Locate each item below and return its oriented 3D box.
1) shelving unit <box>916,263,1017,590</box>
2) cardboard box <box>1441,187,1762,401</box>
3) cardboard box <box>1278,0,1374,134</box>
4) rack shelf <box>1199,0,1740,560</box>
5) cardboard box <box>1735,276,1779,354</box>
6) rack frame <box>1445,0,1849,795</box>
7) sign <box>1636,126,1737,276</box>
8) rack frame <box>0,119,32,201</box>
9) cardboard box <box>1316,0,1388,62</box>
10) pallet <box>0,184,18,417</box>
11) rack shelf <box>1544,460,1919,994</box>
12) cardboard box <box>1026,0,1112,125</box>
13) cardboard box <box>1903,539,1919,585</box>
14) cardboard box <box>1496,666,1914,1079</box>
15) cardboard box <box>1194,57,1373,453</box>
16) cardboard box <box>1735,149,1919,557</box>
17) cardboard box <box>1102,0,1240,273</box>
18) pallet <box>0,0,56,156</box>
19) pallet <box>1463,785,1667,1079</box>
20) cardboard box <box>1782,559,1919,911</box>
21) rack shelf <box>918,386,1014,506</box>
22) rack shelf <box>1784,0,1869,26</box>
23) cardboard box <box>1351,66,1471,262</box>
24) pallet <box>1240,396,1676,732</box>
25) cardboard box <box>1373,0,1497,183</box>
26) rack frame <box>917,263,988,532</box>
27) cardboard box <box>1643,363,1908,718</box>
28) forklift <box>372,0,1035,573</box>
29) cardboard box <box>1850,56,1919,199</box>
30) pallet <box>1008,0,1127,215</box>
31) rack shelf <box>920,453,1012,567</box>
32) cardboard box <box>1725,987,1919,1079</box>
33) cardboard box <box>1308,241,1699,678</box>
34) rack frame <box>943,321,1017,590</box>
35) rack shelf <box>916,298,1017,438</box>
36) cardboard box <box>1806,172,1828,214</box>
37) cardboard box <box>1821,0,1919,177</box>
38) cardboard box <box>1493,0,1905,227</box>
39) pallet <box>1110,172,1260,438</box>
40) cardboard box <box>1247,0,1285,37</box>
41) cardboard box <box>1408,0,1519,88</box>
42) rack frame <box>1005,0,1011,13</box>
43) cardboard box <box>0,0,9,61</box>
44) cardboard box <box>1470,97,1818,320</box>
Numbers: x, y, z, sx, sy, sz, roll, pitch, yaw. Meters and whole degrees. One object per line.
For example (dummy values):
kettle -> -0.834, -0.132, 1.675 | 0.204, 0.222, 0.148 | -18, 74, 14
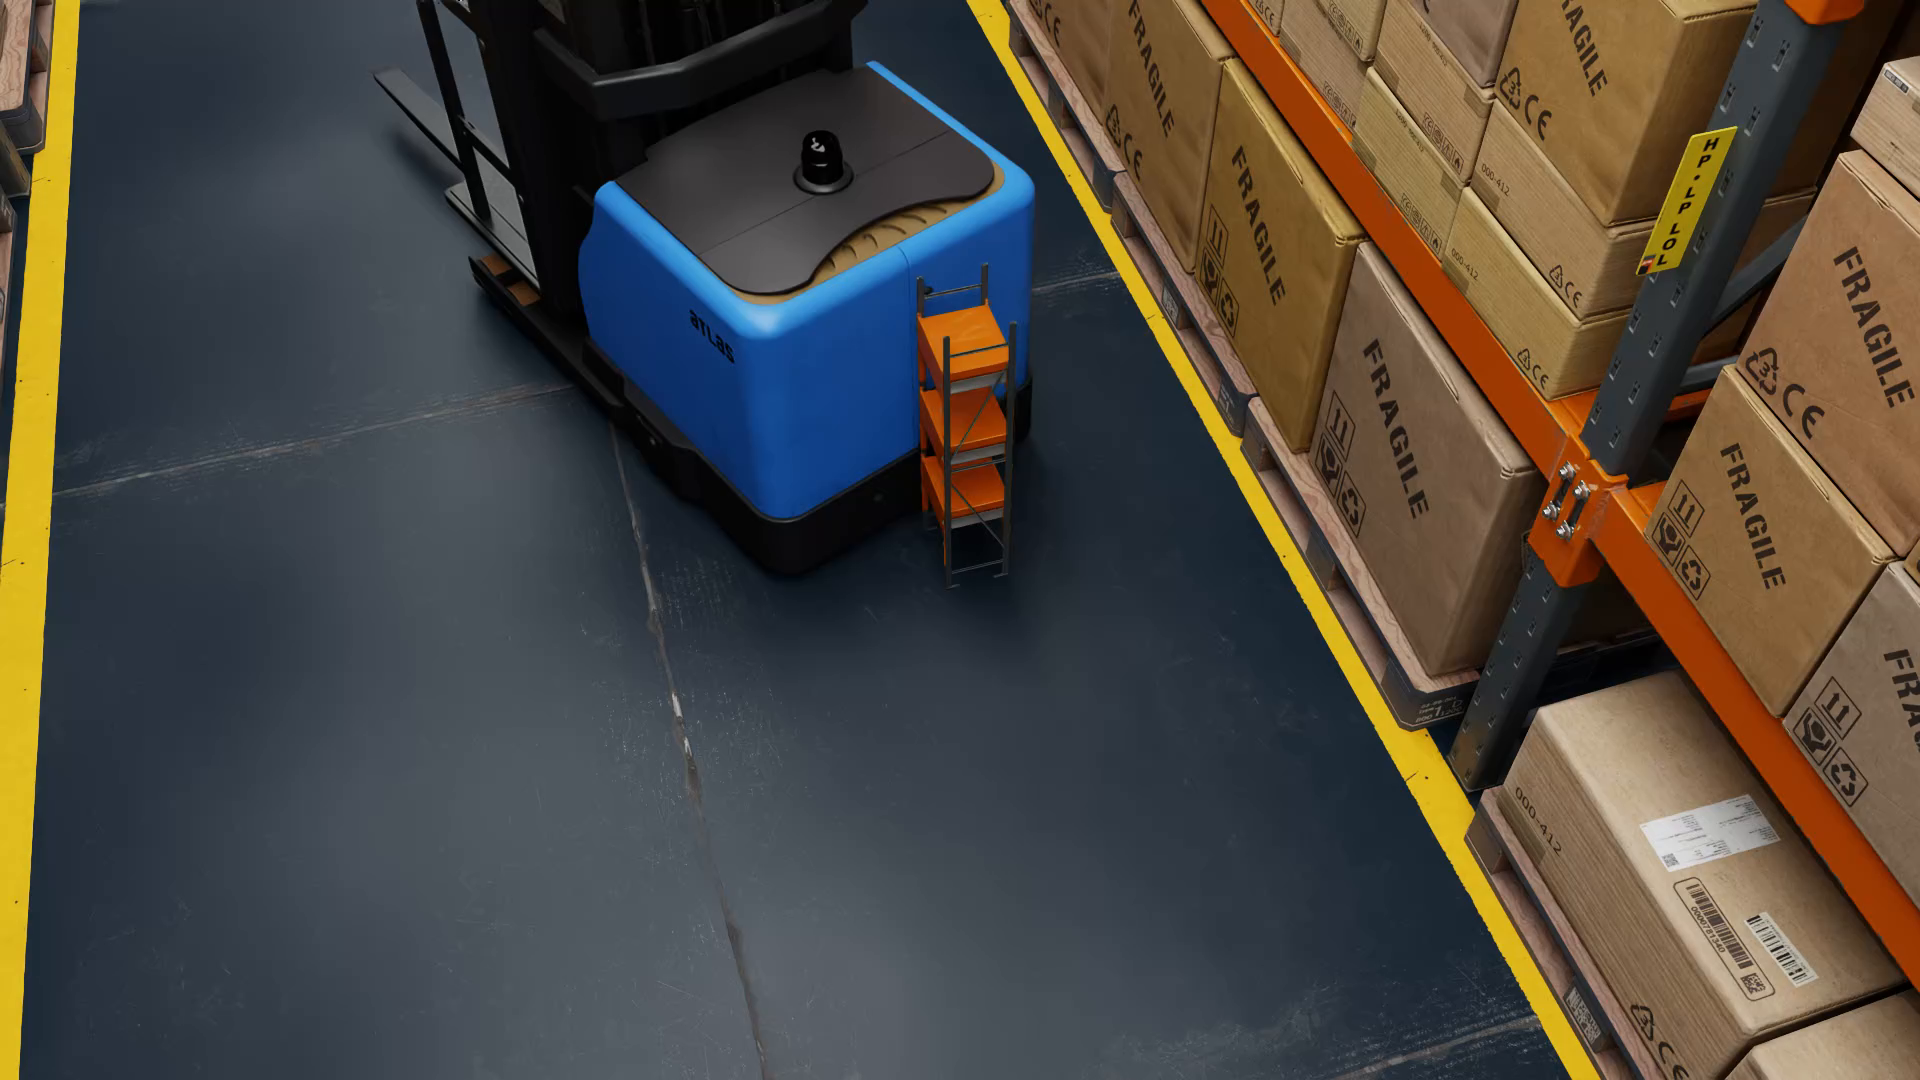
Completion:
shelving unit -> 0.016, -0.299, 4.816 | 0.215, 1.050, 0.252 | -13, 51, -11
cardboard box -> 1.502, -0.634, 3.921 | 0.500, 0.250, 0.500 | -14, 51, -12
cardboard box -> 1.221, -1.379, 4.549 | 0.500, 0.250, 0.500 | -15, 51, -12
rack shelf -> 1.284, -1.641, 5.142 | 1.077, 0.370, 4.000 | -13, 51, -11
cardboard box -> 1.997, -0.745, 4.014 | 0.500, 0.250, 0.500 | -14, 51, -12
rack frame -> 1.875, -0.412, 3.635 | 1.000, 3.000, 0.127 | -13, 51, -11
sign -> 1.360, -0.630, 3.114 | 0.100, 0.325, 0.005 | -13, 51, -11
rack frame -> -4.048, -2.208, 5.150 | 1.000, 3.000, 0.127 | -13, 51, -11
cardboard box -> 1.199, -1.532, 4.351 | 0.500, 0.250, 0.500 | -12, 51, -10
pallet -> -3.864, -0.756, 5.749 | 1.003, 0.211, 1.213 | -13, 51, -11
rack shelf -> 2.467, 1.281, 2.679 | 1.077, 0.370, 4.000 | -13, 51, -11
cardboard box -> 0.817, -2.261, 6.309 | 0.875, 0.875, 0.875 | -14, 51, -11
cardboard box -> 1.928, 0.006, 2.563 | 0.500, 0.500, 0.500 | -14, 51, -11
cardboard box -> 1.958, 0.761, 4.047 | 0.875, 0.438, 0.875 | -14, 51, -12
cardboard box -> 1.341, -0.955, 5.208 | 0.875, 0.875, 0.875 | -12, 51, -10
cardboard box -> 1.785, -0.364, 2.876 | 0.500, 0.500, 0.500 | -13, 51, -11
cardboard box -> 1.077, -1.608, 5.759 | 0.875, 0.875, 0.875 | -13, 51, -11
pallet -> -4.254, -1.920, 6.730 | 1.003, 0.211, 1.213 | -13, 51, -11
pallet -> 2.025, 1.060, 4.218 | 1.003, 0.211, 1.213 | -13, 51, -11
cardboard box -> 1.909, 0.326, 2.948 | 0.500, 0.500, 0.500 | -13, 51, -11
rack shelf -> 0.016, -0.292, 4.824 | 0.215, 0.259, 0.240 | -13, 51, -11
rack shelf -> 2.467, 0.314, 1.532 | 1.077, 0.370, 4.000 | -13, 51, -11
cardboard box -> 1.352, -1.007, 4.235 | 0.500, 0.250, 0.500 | -14, 51, -11
pallet -> 1.575, -0.060, 5.162 | 1.003, 0.211, 1.213 | -13, 51, -11
cardboard box -> 1.358, -1.155, 4.033 | 0.500, 0.250, 0.500 | -12, 51, -10
rack frame -> -0.020, -0.388, 4.891 | 0.200, 1.050, 0.008 | -13, 51, -11
cardboard box -> 1.764, -0.042, 3.258 | 0.500, 0.500, 0.500 | -12, 51, -10
forklift -> -1.089, -1.913, 4.946 | 1.130, 2.935, 3.031 | -32, 57, -24
cardboard box -> 1.721, -0.686, 2.723 | 0.380, 0.149, 0.250 | -14, 51, -12
pallet -> 0.853, -1.842, 6.665 | 1.003, 0.211, 1.213 | -13, 51, -11
rack shelf -> 0.016, -0.113, 5.036 | 0.215, 0.259, 0.240 | -13, 51, -11
cardboard box -> 2.224, 1.415, 3.496 | 0.875, 0.438, 0.875 | -15, 51, -12
cardboard box -> 1.615, -0.297, 4.654 | 0.875, 0.875, 0.875 | -12, 51, -10
rack frame -> 0.052, -0.210, 4.741 | 0.200, 1.050, 0.008 | -13, 51, -11
rack shelf -> 0.016, -0.475, 4.607 | 0.215, 0.259, 0.240 | -13, 51, -11
cardboard box -> 2.015, -0.910, 3.826 | 0.500, 0.250, 0.500 | -15, 51, -12
cardboard box -> 2.020, -1.153, 3.541 | 0.500, 0.500, 0.500 | -13, 51, -11
cardboard box -> 1.503, -1.036, 3.442 | 0.500, 0.500, 0.500 | -12, 51, -10
pallet -> 1.211, -0.952, 5.915 | 1.003, 0.211, 1.213 | -13, 51, -11
cardboard box -> 1.064, -1.756, 4.866 | 0.500, 0.250, 0.500 | -13, 51, -11
cardboard box -> 1.343, -1.412, 3.759 | 0.500, 0.500, 0.500 | -12, 51, -10
rack frame -> 0.692, -3.333, 6.098 | 1.000, 3.000, 0.127 | -13, 51, -11
cardboard box -> -4.220, -2.037, 6.284 | 0.875, 0.625, 0.625 | -12, 51, -10
cardboard box -> 1.513, -0.792, 3.727 | 0.500, 0.250, 0.500 | -13, 51, -11
